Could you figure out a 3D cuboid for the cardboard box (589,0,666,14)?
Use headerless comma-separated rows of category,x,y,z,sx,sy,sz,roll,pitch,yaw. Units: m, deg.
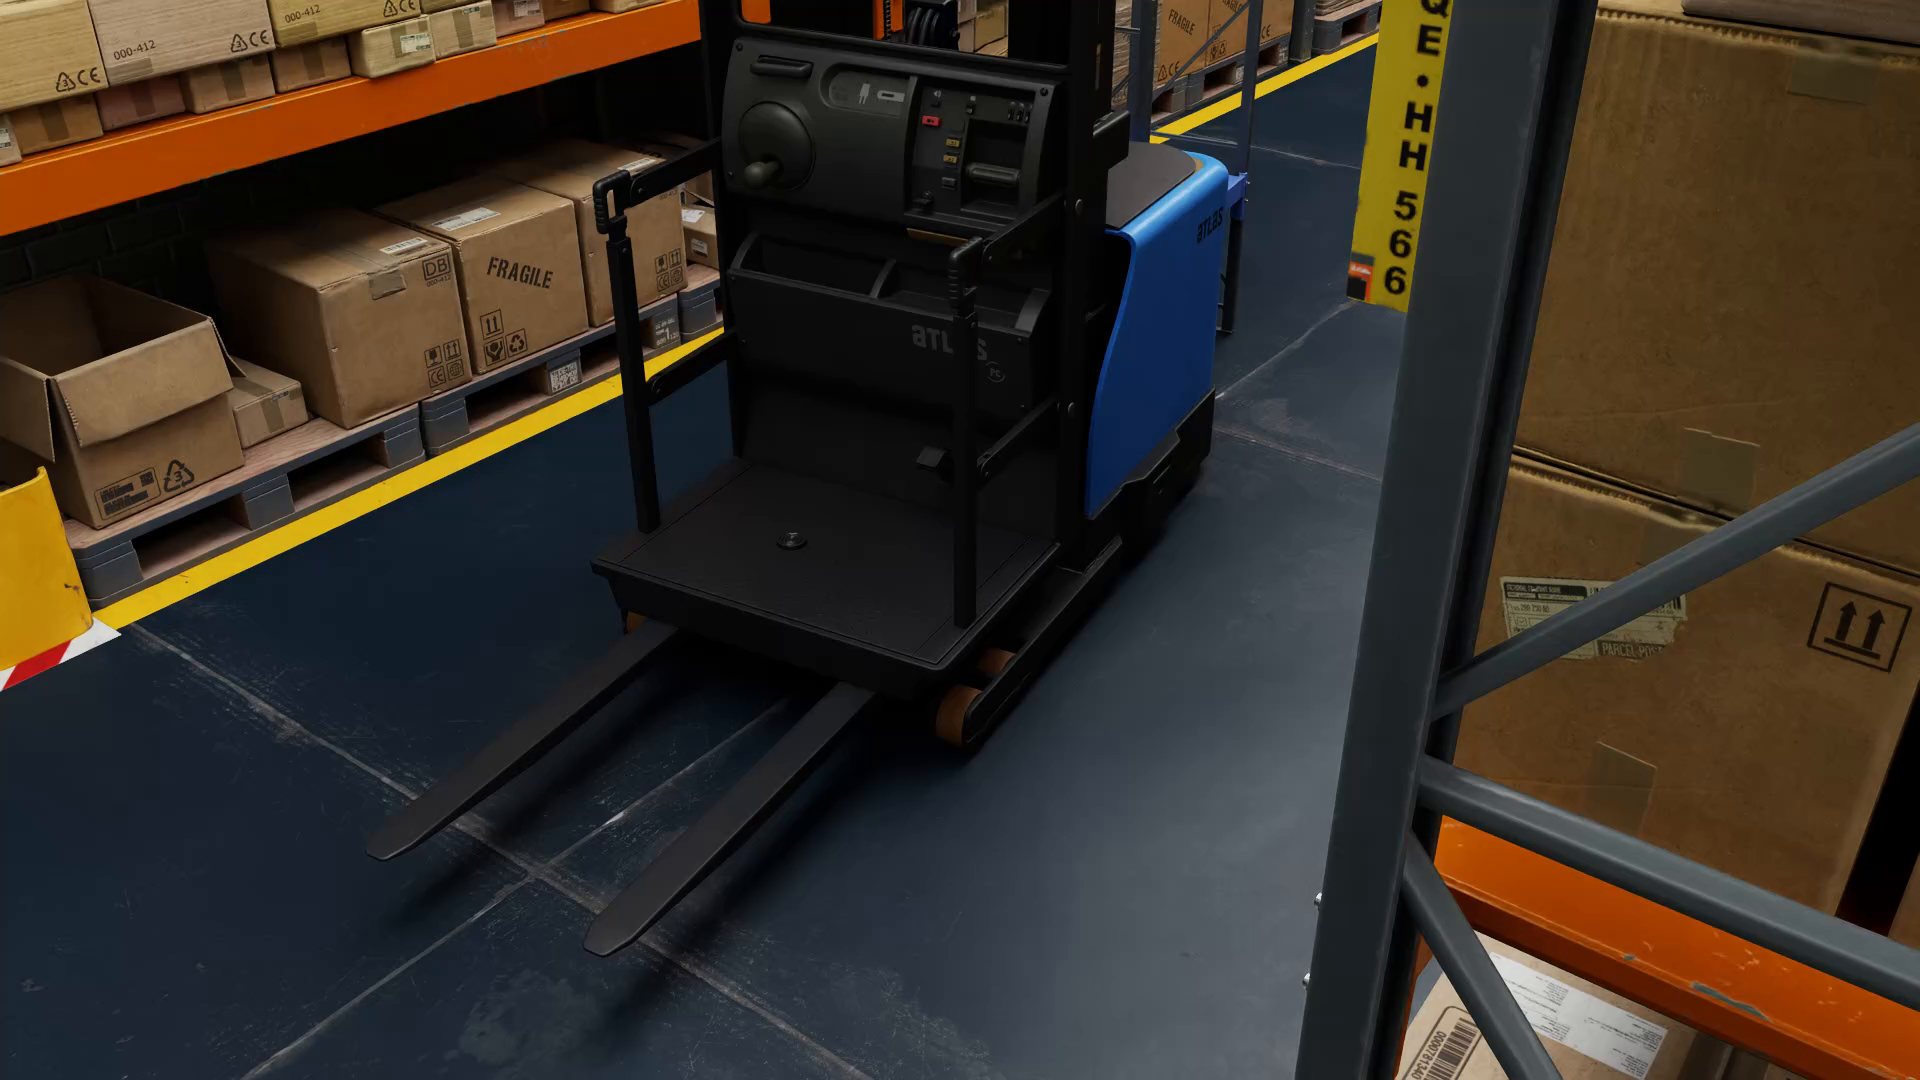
cardboard box,-1.273,-1.997,5.924,0.380,0.149,0.250,21,36,31

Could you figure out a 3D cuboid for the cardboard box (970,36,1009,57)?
cardboard box,0.093,-2.201,8.061,0.500,0.500,0.500,21,36,31

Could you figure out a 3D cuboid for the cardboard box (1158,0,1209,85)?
cardboard box,1.014,-2.828,9.120,0.500,0.500,0.500,23,38,33

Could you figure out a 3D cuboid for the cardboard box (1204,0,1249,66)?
cardboard box,1.328,-3.042,9.480,0.500,0.500,0.500,21,36,31

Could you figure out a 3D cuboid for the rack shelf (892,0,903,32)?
rack shelf,0.515,-3.252,8.501,1.077,0.370,4.000,21,37,31

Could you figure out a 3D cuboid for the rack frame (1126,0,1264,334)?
rack frame,0.869,-1.533,6.366,0.500,1.500,0.032,15,34,24

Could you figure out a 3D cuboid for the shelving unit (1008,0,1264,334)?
shelving unit,0.626,-1.305,5.981,0.538,1.500,1.048,15,34,24

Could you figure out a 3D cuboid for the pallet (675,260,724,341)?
pallet,-1.108,-1.270,7.186,1.003,0.211,1.213,21,37,31

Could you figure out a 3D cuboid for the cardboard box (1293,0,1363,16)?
cardboard box,2.110,-3.783,10.608,0.875,0.625,0.625,22,37,33

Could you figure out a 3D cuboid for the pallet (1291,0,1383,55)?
pallet,2.250,-3.498,10.945,1.003,0.211,1.213,21,37,31

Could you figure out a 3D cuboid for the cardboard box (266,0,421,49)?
cardboard box,-2.011,-1.700,5.031,0.500,0.250,0.500,20,36,30

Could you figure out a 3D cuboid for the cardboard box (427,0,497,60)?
cardboard box,-1.730,-1.686,5.398,0.380,0.149,0.250,22,37,32

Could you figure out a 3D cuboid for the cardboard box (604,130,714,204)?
cardboard box,-1.280,-1.577,7.194,0.500,0.311,0.500,23,37,33

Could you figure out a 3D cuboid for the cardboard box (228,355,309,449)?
cardboard box,-2.375,-0.457,5.464,0.380,0.149,0.250,20,36,29

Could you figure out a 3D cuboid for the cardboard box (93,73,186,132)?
cardboard box,-2.442,-1.299,4.746,0.380,0.149,0.250,21,36,31

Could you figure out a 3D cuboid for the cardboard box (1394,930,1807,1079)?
cardboard box,1.171,1.026,2.678,0.875,0.438,0.875,20,36,30

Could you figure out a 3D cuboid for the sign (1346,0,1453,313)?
sign,0.428,-0.369,1.563,0.100,0.325,0.005,21,37,31

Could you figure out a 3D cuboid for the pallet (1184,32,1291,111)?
pallet,1.241,-2.883,9.908,1.003,0.211,1.213,21,37,31

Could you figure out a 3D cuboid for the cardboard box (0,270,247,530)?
cardboard box,-2.662,-0.449,5.102,0.797,0.503,0.637,20,36,29

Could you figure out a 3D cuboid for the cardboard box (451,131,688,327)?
cardboard box,-1.488,-1.205,6.381,0.700,0.500,0.500,20,36,30

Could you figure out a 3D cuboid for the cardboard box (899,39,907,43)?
cardboard box,-0.264,-2.197,7.419,0.380,0.149,0.250,23,38,33

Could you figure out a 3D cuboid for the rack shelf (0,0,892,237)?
rack shelf,-1.900,-1.626,5.758,1.077,0.370,4.000,21,37,31

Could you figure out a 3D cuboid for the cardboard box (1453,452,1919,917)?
cardboard box,0.933,0.083,2.070,0.500,0.500,0.500,21,37,32

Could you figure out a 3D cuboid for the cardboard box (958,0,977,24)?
cardboard box,-0.145,-2.445,7.546,0.380,0.149,0.250,19,36,29

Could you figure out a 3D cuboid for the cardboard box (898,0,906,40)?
cardboard box,-0.312,-2.344,7.374,0.380,0.149,0.250,20,36,30

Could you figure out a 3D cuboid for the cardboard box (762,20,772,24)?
cardboard box,-0.700,-2.371,7.713,0.380,0.149,0.250,20,36,29

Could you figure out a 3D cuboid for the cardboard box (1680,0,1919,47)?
cardboard box,0.910,-0.556,1.532,0.380,0.149,0.250,22,37,32

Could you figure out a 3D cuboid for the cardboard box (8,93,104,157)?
cardboard box,-2.573,-1.182,4.548,0.380,0.149,0.250,22,37,32

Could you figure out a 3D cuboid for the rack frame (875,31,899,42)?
rack frame,-0.692,-2.749,6.946,1.000,3.000,0.127,21,37,31

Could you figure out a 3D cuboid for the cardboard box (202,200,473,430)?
cardboard box,-2.115,-0.783,5.669,0.700,0.500,0.500,23,38,33

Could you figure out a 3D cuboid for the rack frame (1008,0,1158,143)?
rack frame,0.384,-1.077,5.597,0.500,1.500,0.032,15,34,24

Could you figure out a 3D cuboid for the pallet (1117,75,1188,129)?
pallet,0.505,-2.389,9.075,1.003,0.211,1.213,21,37,31

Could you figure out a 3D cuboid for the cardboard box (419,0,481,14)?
cardboard box,-1.719,-1.914,5.393,0.500,0.250,0.500,20,36,30

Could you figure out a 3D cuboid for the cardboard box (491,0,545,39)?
cardboard box,-1.629,-1.812,5.611,0.380,0.149,0.250,21,37,31

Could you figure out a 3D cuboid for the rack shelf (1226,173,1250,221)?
rack shelf,0.626,-1.150,6.073,0.538,0.185,1.000,15,34,24

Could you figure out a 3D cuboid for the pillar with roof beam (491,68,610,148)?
pillar with roof beam,1.601,-3.999,3.171,9.100,9.000,0.400,21,37,31

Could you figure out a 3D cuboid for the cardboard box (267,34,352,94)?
cardboard box,-2.085,-1.493,5.073,0.380,0.149,0.250,22,37,32

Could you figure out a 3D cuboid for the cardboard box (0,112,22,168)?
cardboard box,-2.690,-1.064,4.350,0.380,0.149,0.250,21,36,31

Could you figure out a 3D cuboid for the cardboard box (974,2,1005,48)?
cardboard box,-0.012,-2.441,7.831,0.380,0.149,0.250,19,36,29

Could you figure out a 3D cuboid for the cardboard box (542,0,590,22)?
cardboard box,-1.518,-1.926,5.805,0.380,0.149,0.250,22,37,32

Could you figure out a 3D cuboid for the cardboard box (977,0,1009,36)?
cardboard box,0.142,-2.557,8.026,0.380,0.149,0.250,20,36,30

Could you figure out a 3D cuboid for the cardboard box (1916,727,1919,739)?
cardboard box,1.248,-0.117,2.407,0.500,0.500,0.500,20,36,30

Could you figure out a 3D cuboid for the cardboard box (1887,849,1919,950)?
cardboard box,1.371,0.253,1.782,0.500,0.500,0.500,21,36,31

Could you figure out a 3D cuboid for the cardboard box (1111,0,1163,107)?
cardboard box,0.715,-2.611,8.754,0.500,0.500,0.500,20,36,30

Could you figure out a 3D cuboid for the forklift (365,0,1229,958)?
forklift,-0.297,-0.981,4.030,1.130,2.935,3.031,15,34,24

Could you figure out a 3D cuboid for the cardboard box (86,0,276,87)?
cardboard box,-2.314,-1.493,4.682,0.500,0.250,0.500,22,37,32

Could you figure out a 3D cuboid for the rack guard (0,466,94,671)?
rack guard,-3.061,-0.078,4.892,1.175,0.500,0.348,21,37,31

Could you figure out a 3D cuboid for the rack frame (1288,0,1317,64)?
rack frame,1.722,-4.375,9.689,1.000,3.000,0.127,21,37,31

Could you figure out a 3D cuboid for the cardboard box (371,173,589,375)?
cardboard box,-1.716,-0.967,5.980,0.500,0.500,0.500,22,37,32

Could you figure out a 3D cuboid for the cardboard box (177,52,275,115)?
cardboard box,-2.241,-1.383,4.888,0.380,0.149,0.250,22,37,33

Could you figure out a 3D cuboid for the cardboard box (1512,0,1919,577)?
cardboard box,0.954,-0.339,1.801,0.500,0.500,0.500,22,37,33

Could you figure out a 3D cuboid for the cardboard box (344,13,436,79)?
cardboard box,-1.872,-1.572,5.207,0.380,0.149,0.250,20,36,30

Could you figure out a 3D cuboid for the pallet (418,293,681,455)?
pallet,-1.844,-0.772,6.346,1.003,0.211,1.213,21,37,31

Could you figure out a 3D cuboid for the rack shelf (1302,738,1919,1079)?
rack shelf,2.060,-0.100,3.183,1.077,0.370,4.000,21,37,31

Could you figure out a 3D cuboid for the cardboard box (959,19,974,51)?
cardboard box,-0.158,-2.333,7.649,0.380,0.149,0.250,20,36,30

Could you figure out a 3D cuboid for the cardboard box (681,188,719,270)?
cardboard box,-1.010,-1.291,6.756,0.396,0.266,0.258,23,37,33

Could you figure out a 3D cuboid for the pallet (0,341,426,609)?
pallet,-2.581,-0.278,5.513,1.003,0.211,1.213,21,37,31

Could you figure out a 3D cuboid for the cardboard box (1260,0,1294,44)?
cardboard box,1.638,-3.242,9.818,0.500,0.500,0.500,22,37,33

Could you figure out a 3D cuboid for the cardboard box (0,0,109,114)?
cardboard box,-2.618,-1.288,4.336,0.500,0.250,0.500,21,37,32
